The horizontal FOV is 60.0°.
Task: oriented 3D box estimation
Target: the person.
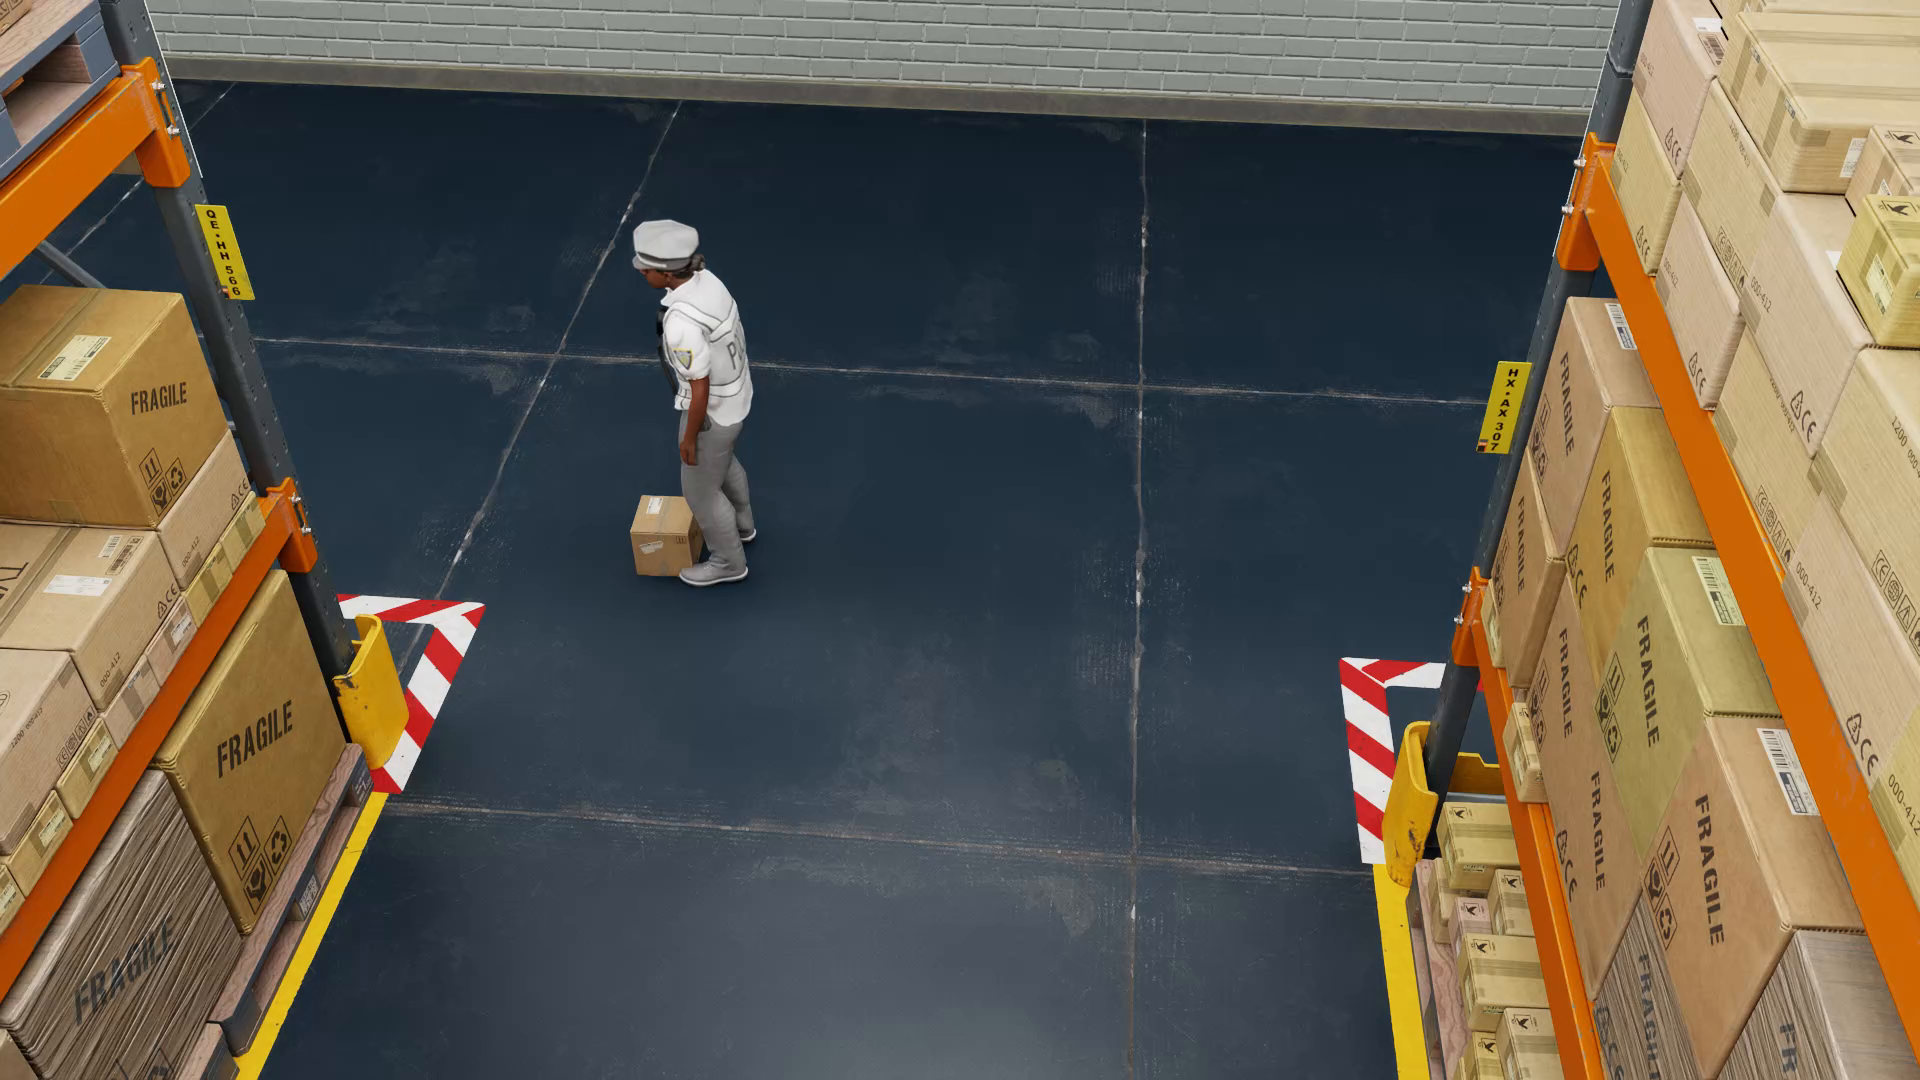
[{"bbox_3d":[-1.047,-0.544,6.802,0.398,1.655,0.521,2,40,3],"label":"person"}]
